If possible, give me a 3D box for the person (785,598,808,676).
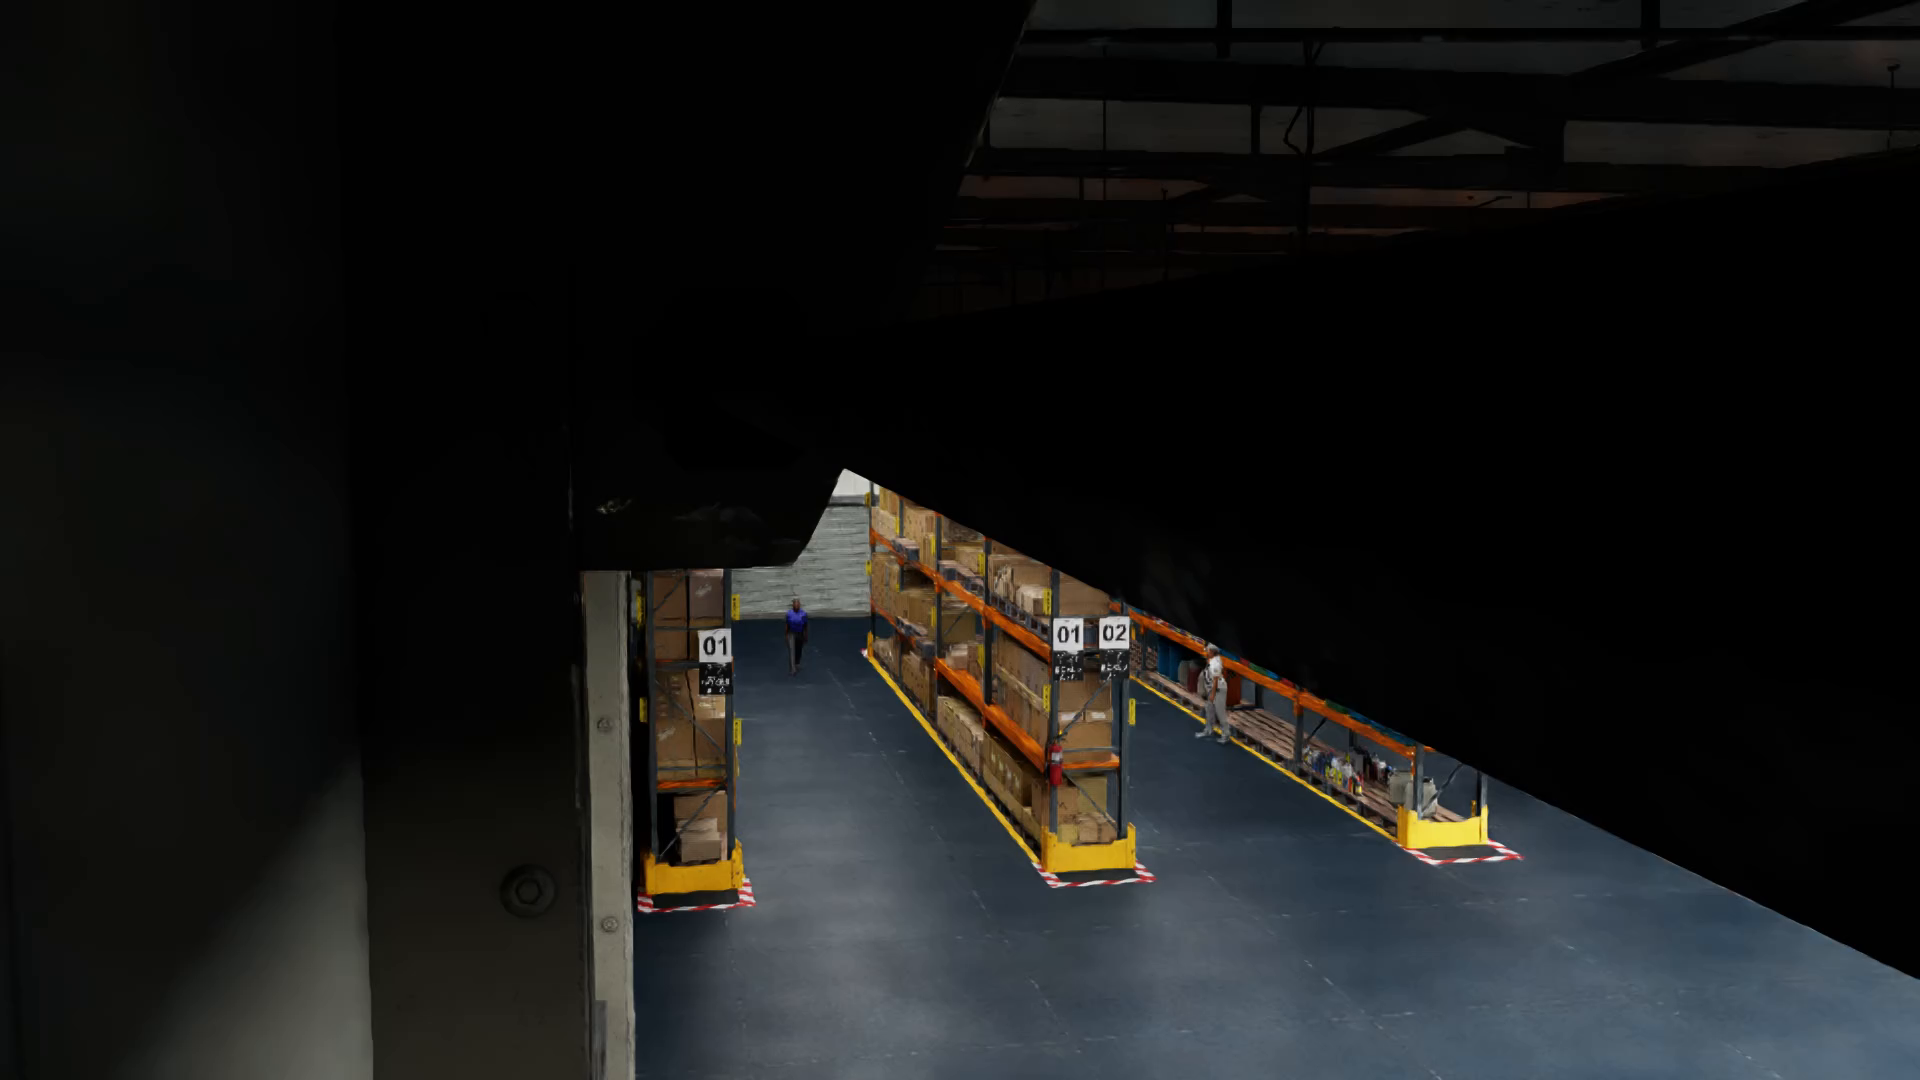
[{"bbox_3d":[-3.354,1.961,34.218,0.445,1.574,1.091,-1,6,-14],"label":"person"}]

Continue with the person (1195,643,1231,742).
[{"bbox_3d":[4.295,2.555,28.165,0.568,1.655,0.636,0,6,2],"label":"person"}]
